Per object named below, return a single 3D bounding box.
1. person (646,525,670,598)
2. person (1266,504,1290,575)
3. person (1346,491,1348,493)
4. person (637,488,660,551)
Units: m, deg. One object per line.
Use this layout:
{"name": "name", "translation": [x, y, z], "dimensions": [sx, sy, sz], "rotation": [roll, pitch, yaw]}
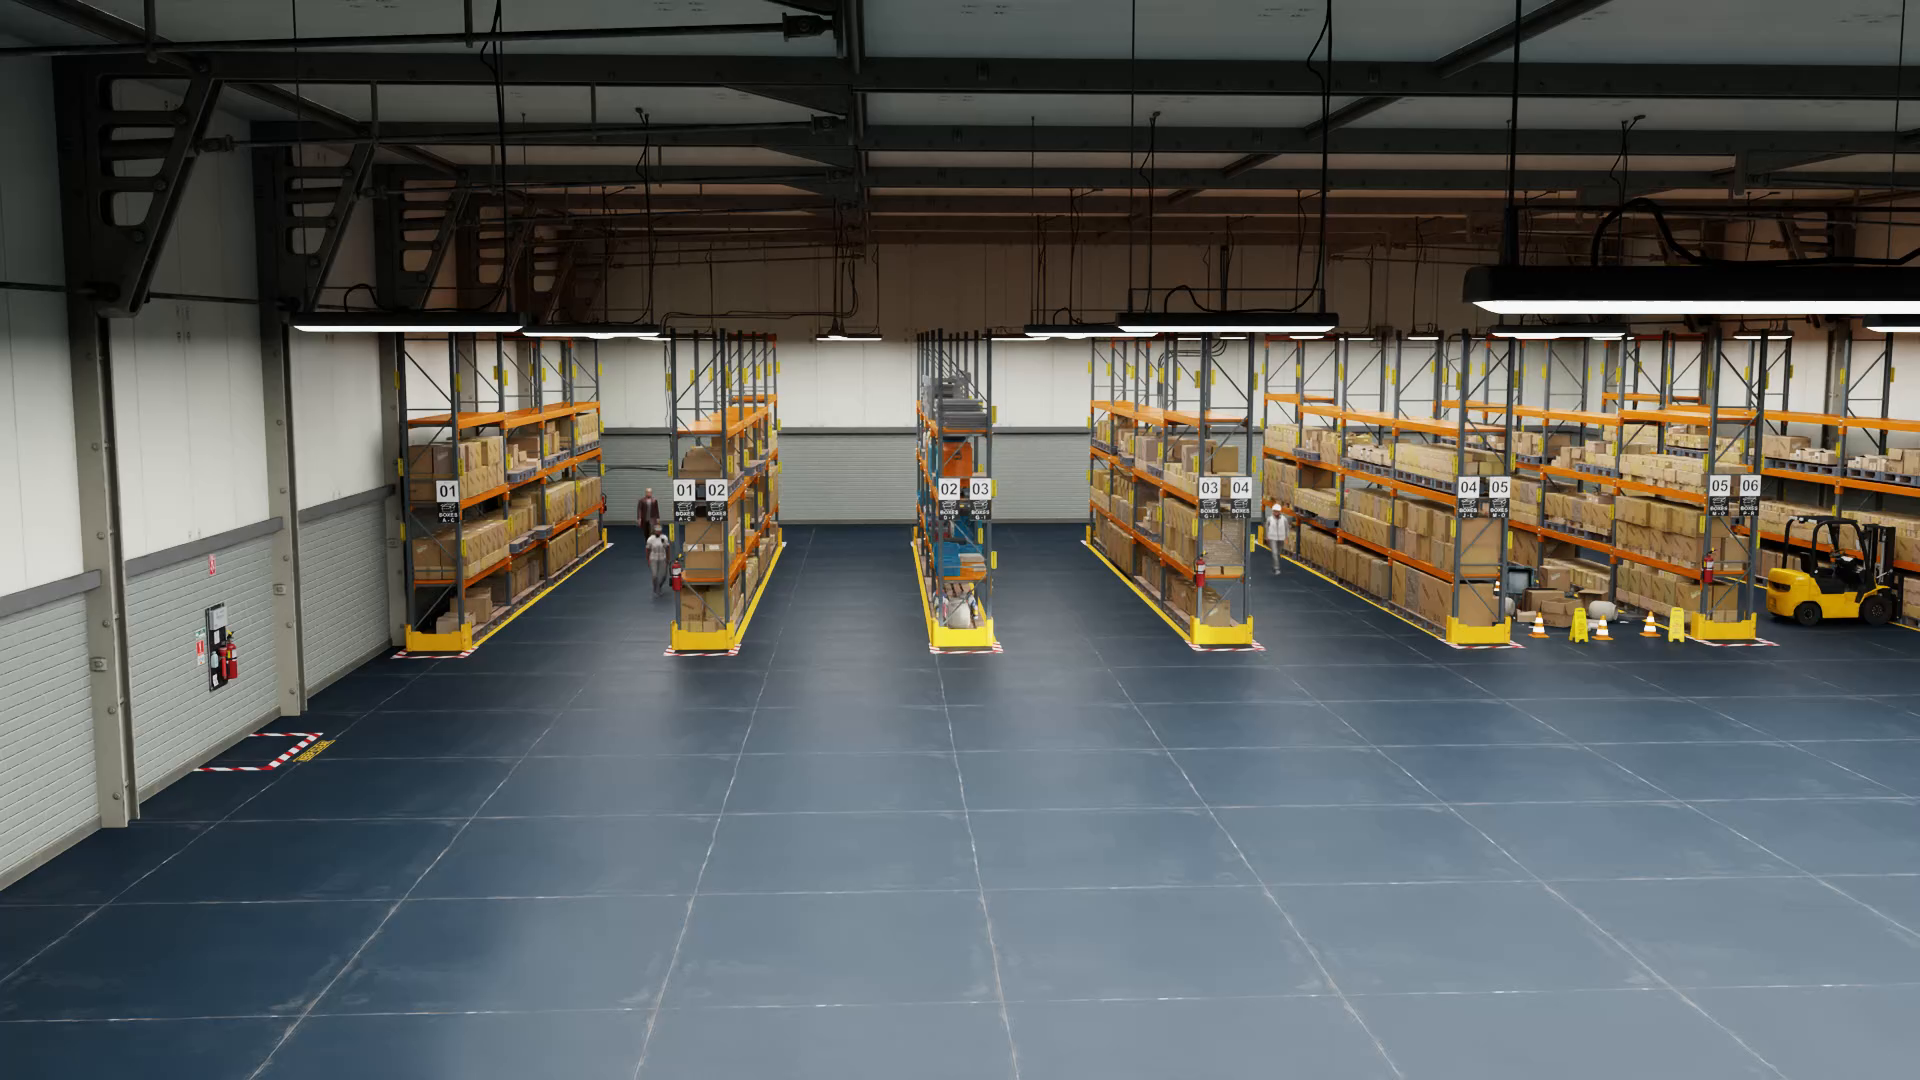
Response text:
{"name": "person", "translation": [-6.883, 0.455, 37.866], "dimensions": [0.544, 1.659, 0.520], "rotation": [-2, 7, -15]}
{"name": "person", "translation": [7.940, -0.031, 41.495], "dimensions": [0.524, 1.719, 1.068], "rotation": [-1, 7, -5]}
{"name": "person", "translation": [10.729, -0.530, 46.052], "dimensions": [0.696, 1.679, 0.661], "rotation": [1, 7, 5]}
{"name": "person", "translation": [-8.648, -0.578, 46.101], "dimensions": [0.605, 1.716, 1.170], "rotation": [-1, 7, -6]}
